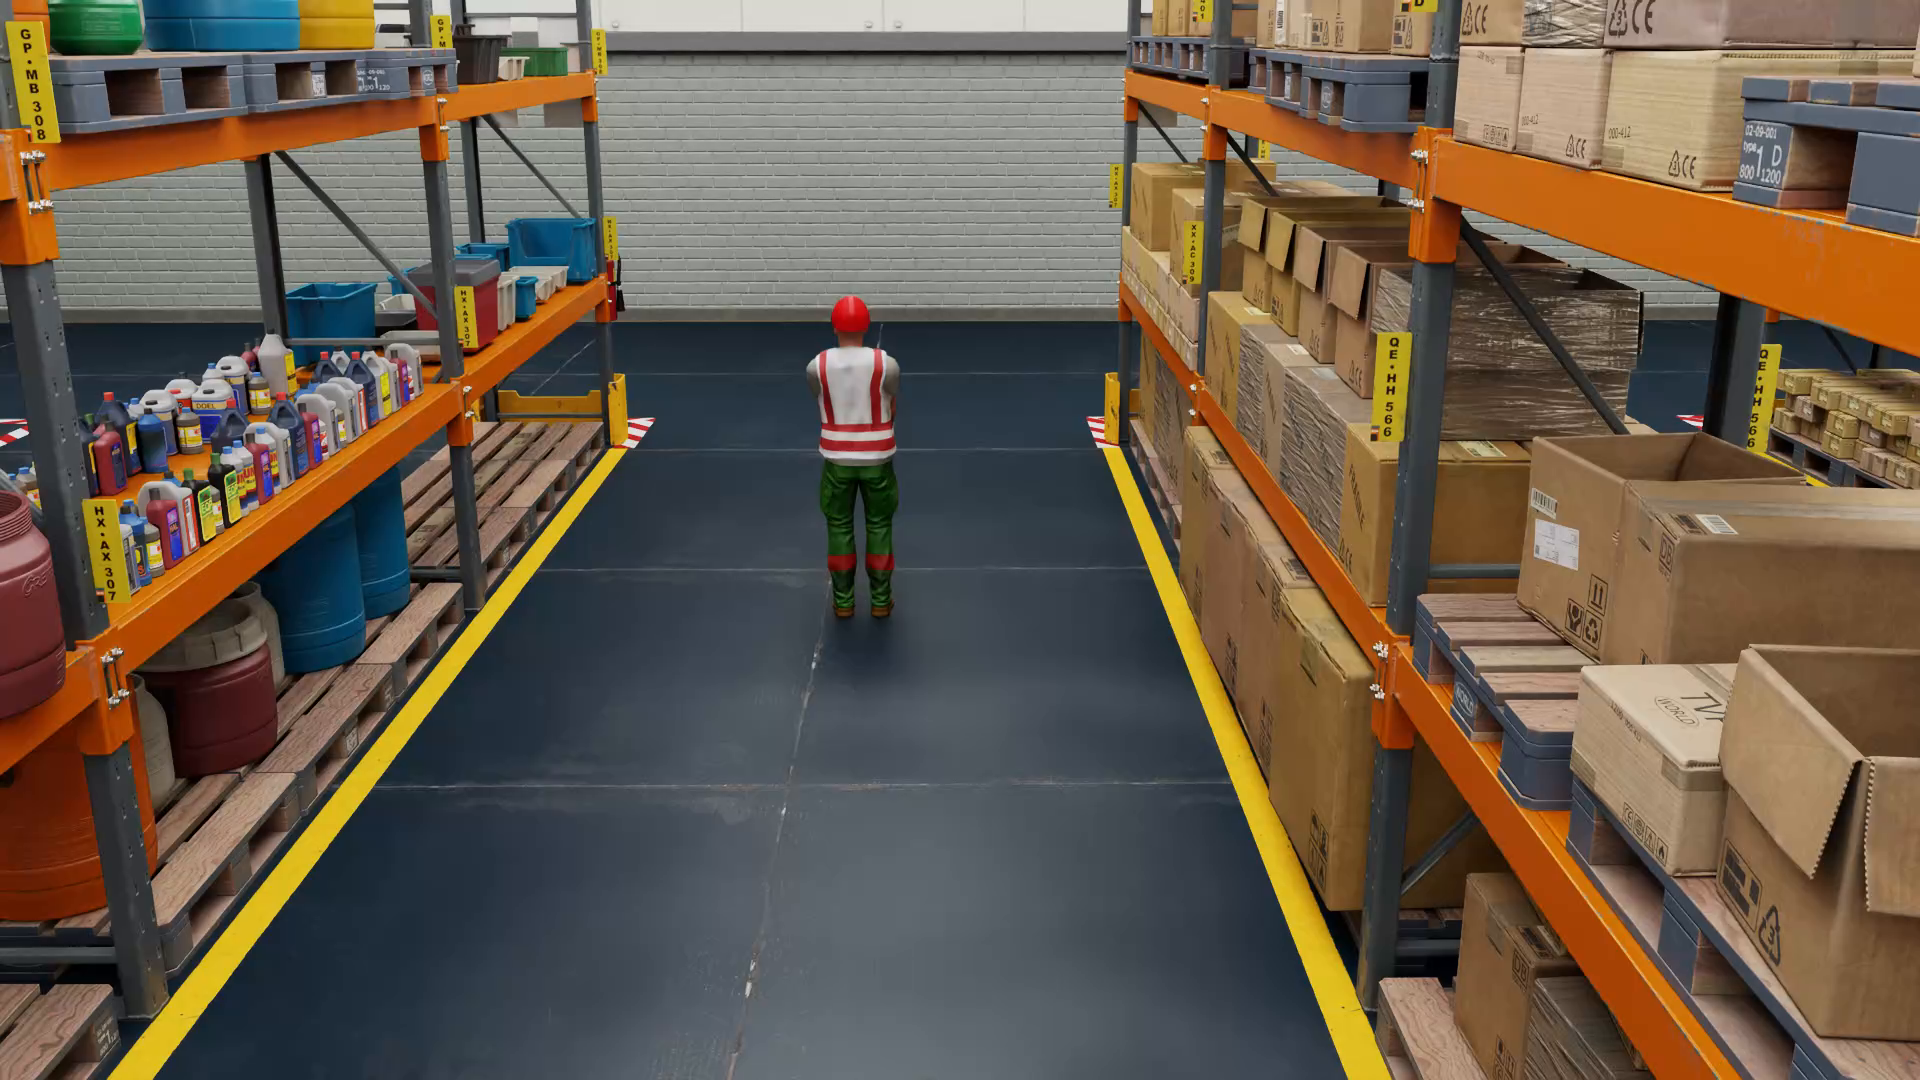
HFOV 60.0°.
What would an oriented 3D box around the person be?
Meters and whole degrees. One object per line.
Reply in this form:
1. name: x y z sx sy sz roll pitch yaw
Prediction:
1. person: -0.562 -0.466 9.042 0.493 1.782 0.570 0 17 0
